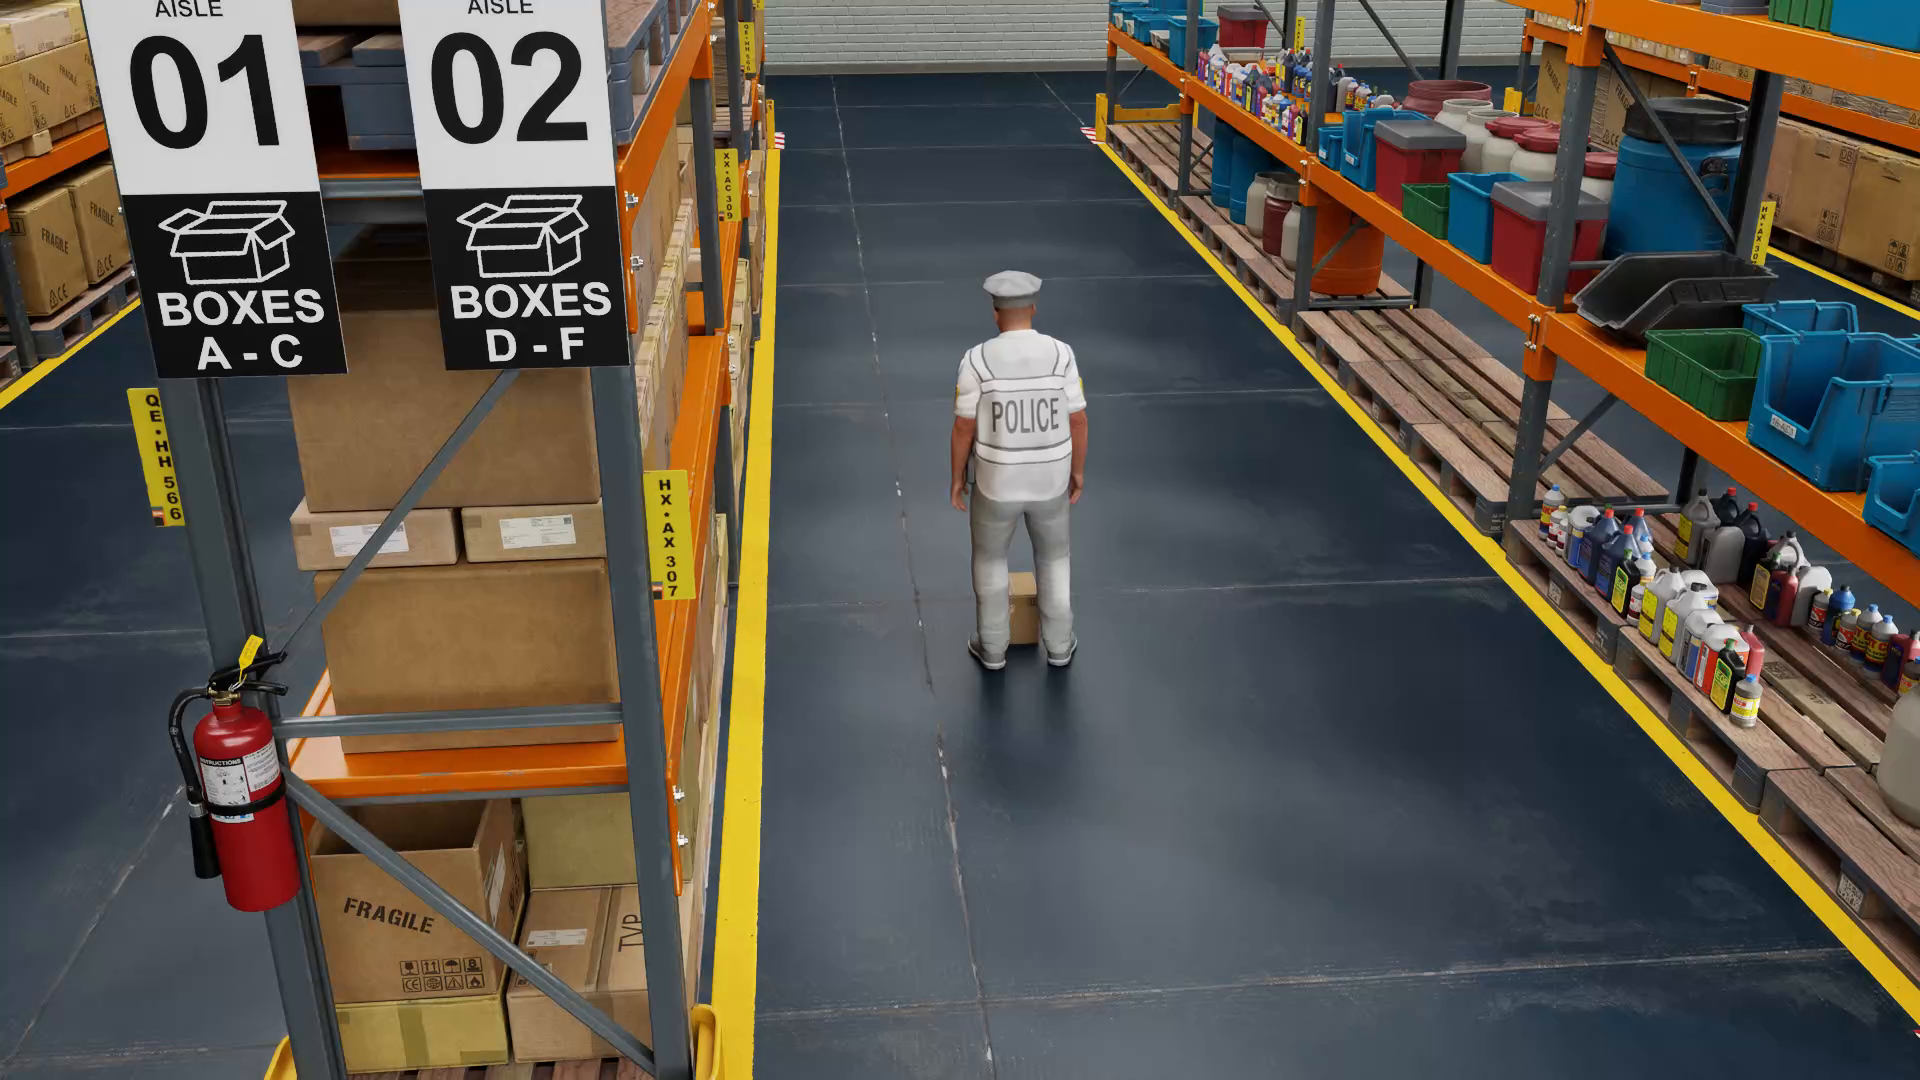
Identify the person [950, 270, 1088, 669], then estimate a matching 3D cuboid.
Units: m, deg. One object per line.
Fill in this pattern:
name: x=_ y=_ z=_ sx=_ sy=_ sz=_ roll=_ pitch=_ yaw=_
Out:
person: x=0.257 y=-0.262 z=7.190 sx=0.597 sy=1.748 sz=0.434 roll=-3 pitch=24 yaw=-7
